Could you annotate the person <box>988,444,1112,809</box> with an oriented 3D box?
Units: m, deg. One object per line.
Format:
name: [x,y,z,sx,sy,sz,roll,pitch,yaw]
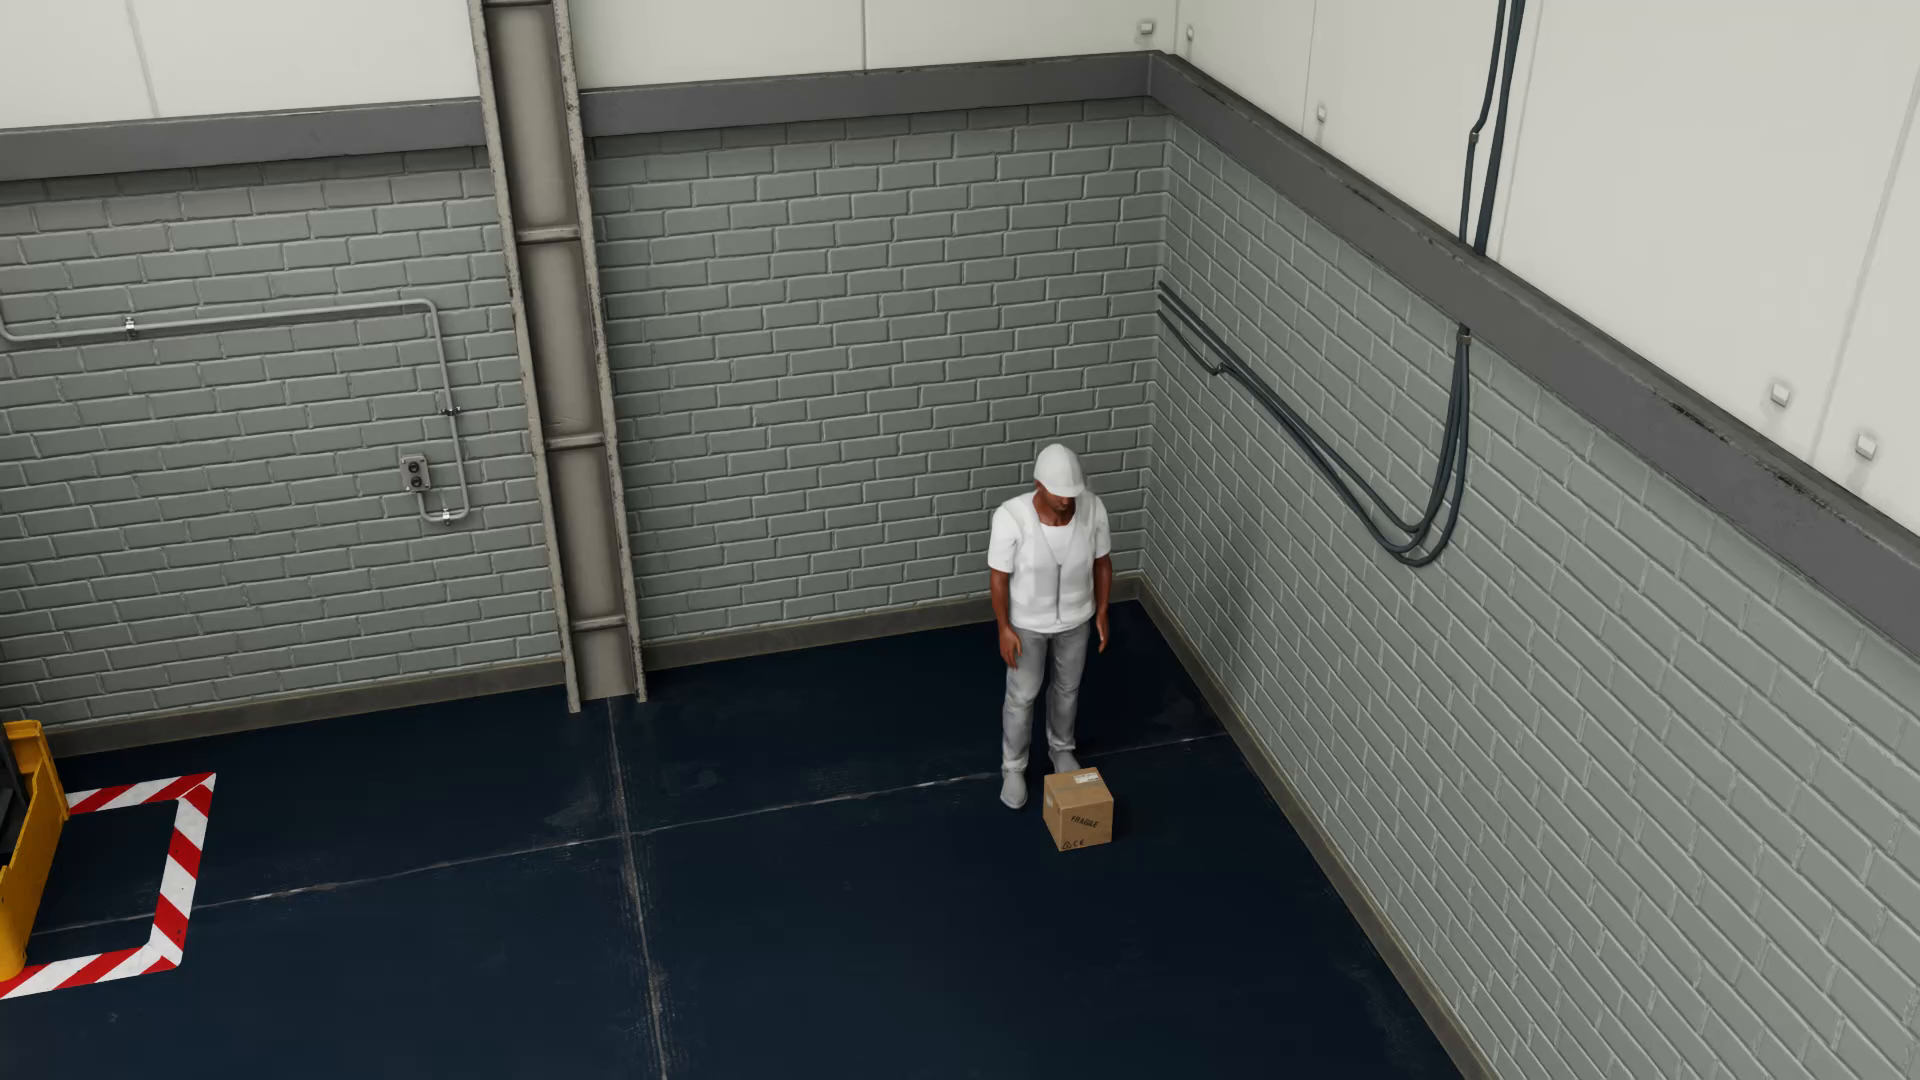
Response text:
person: [0.419,0.369,7.571,0.574,1.774,0.437,-8,31,-13]
